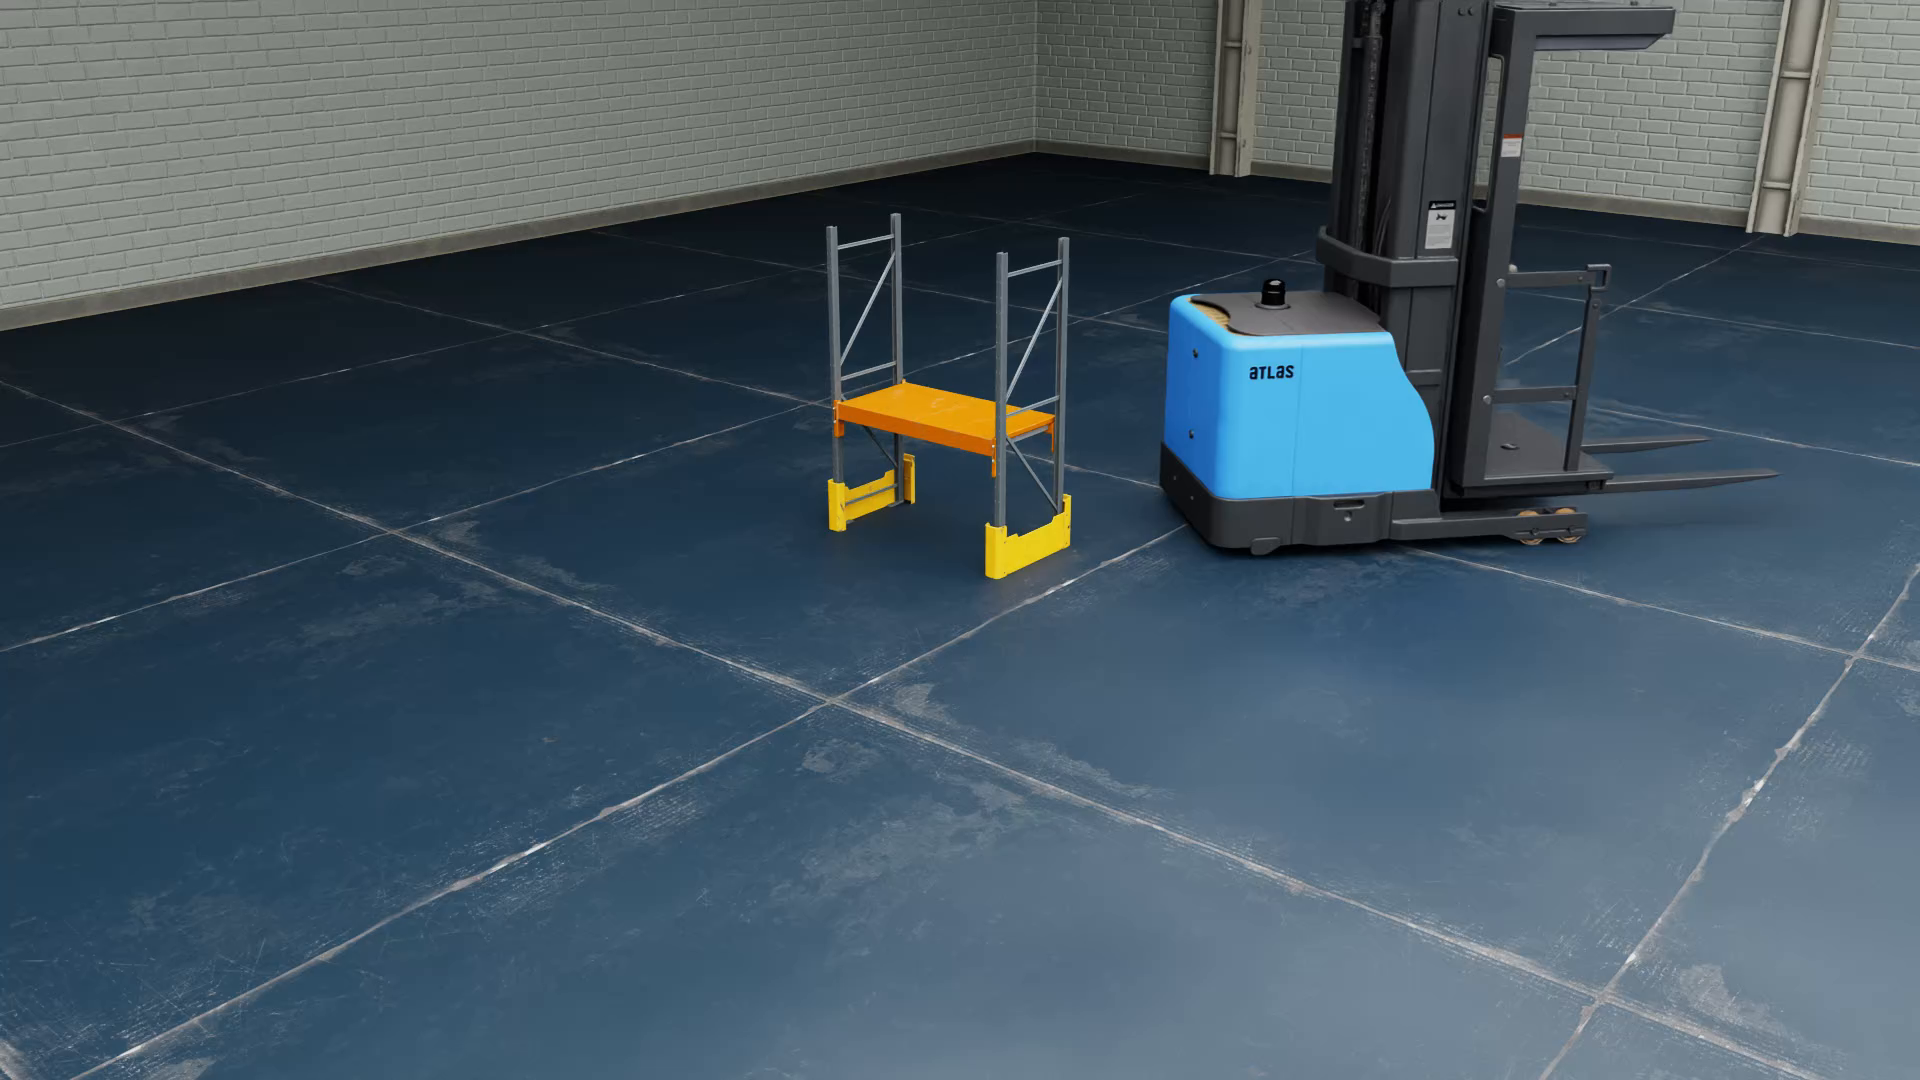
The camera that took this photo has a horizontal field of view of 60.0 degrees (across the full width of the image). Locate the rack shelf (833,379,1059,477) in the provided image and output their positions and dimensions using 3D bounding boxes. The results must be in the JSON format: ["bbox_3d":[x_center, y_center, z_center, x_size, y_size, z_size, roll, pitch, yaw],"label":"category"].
[{"bbox_3d":[-0.066,-0.552,8.017,1.000,0.185,0.538,16,26,36],"label":"rack shelf"}]

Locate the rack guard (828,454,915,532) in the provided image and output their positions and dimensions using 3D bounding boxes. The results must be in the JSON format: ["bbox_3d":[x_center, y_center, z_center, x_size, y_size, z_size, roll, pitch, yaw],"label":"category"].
[{"bbox_3d":[-0.445,-0.245,8.464,0.087,0.250,0.587,16,26,36],"label":"rack guard"}]

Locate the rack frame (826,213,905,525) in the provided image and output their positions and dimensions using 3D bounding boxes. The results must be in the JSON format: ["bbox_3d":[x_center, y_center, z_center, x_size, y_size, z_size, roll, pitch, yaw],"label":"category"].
[{"bbox_3d":[-0.460,-0.834,8.255,0.032,1.500,0.500,16,26,36],"label":"rack frame"}]

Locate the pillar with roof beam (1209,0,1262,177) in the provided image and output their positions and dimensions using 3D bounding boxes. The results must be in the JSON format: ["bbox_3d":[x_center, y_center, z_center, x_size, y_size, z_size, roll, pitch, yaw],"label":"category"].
[{"bbox_3d":[0.463,-7.345,14.892,0.400,9.000,9.100,16,26,36],"label":"pillar with roof beam"}]

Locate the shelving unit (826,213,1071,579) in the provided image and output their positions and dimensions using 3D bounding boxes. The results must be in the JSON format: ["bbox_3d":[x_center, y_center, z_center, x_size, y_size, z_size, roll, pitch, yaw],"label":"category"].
[{"bbox_3d":[-0.059,-0.719,7.949,1.083,1.500,0.587,16,26,36],"label":"shelving unit"}]

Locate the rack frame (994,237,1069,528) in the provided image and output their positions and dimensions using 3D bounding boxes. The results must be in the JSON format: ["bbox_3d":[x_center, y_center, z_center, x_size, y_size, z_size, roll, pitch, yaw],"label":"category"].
[{"bbox_3d":[0.328,-0.607,7.653,0.032,1.500,0.500,16,26,36],"label":"rack frame"}]

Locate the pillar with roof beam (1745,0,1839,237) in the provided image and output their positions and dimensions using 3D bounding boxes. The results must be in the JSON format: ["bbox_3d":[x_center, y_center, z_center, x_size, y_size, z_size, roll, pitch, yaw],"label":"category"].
[{"bbox_3d":[5.111,-6.006,11.343,0.400,9.000,9.100,16,26,36],"label":"pillar with roof beam"}]

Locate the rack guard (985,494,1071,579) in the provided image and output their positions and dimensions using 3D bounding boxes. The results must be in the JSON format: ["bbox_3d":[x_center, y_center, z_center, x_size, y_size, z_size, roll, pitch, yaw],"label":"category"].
[{"bbox_3d":[0.327,-0.023,7.875,0.087,0.250,0.587,16,26,36],"label":"rack guard"}]

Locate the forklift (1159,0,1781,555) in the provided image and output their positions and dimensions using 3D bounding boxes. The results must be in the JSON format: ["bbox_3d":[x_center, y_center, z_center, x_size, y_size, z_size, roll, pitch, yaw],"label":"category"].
[{"bbox_3d":[2.610,-1.527,8.063,3.031,2.935,1.130,-3,21,-9],"label":"forklift"}]
